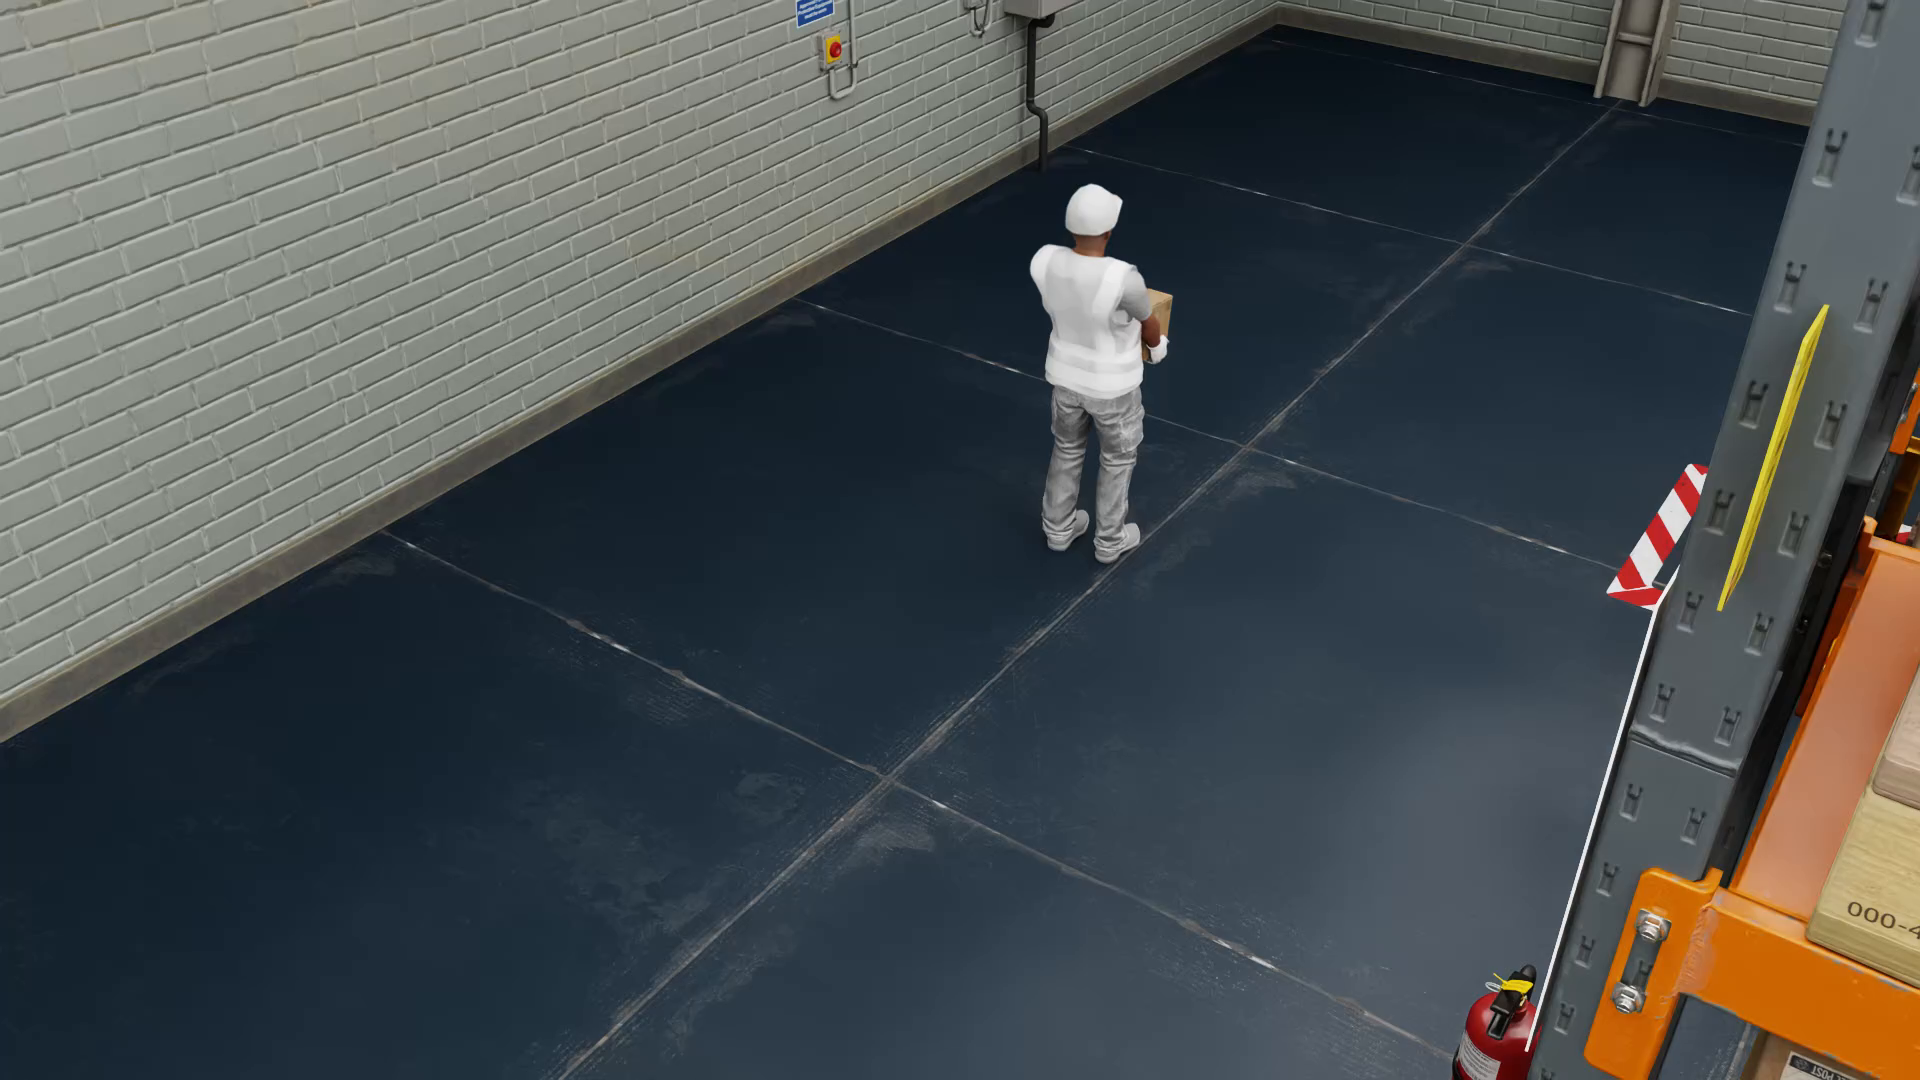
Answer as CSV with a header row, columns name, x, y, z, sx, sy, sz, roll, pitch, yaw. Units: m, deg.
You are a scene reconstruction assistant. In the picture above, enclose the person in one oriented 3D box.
name,x,y,z,sx,sy,sz,roll,pitch,yaw
person,0.623,-1.110,6.966,0.488,0.887,0.573,22,40,29
